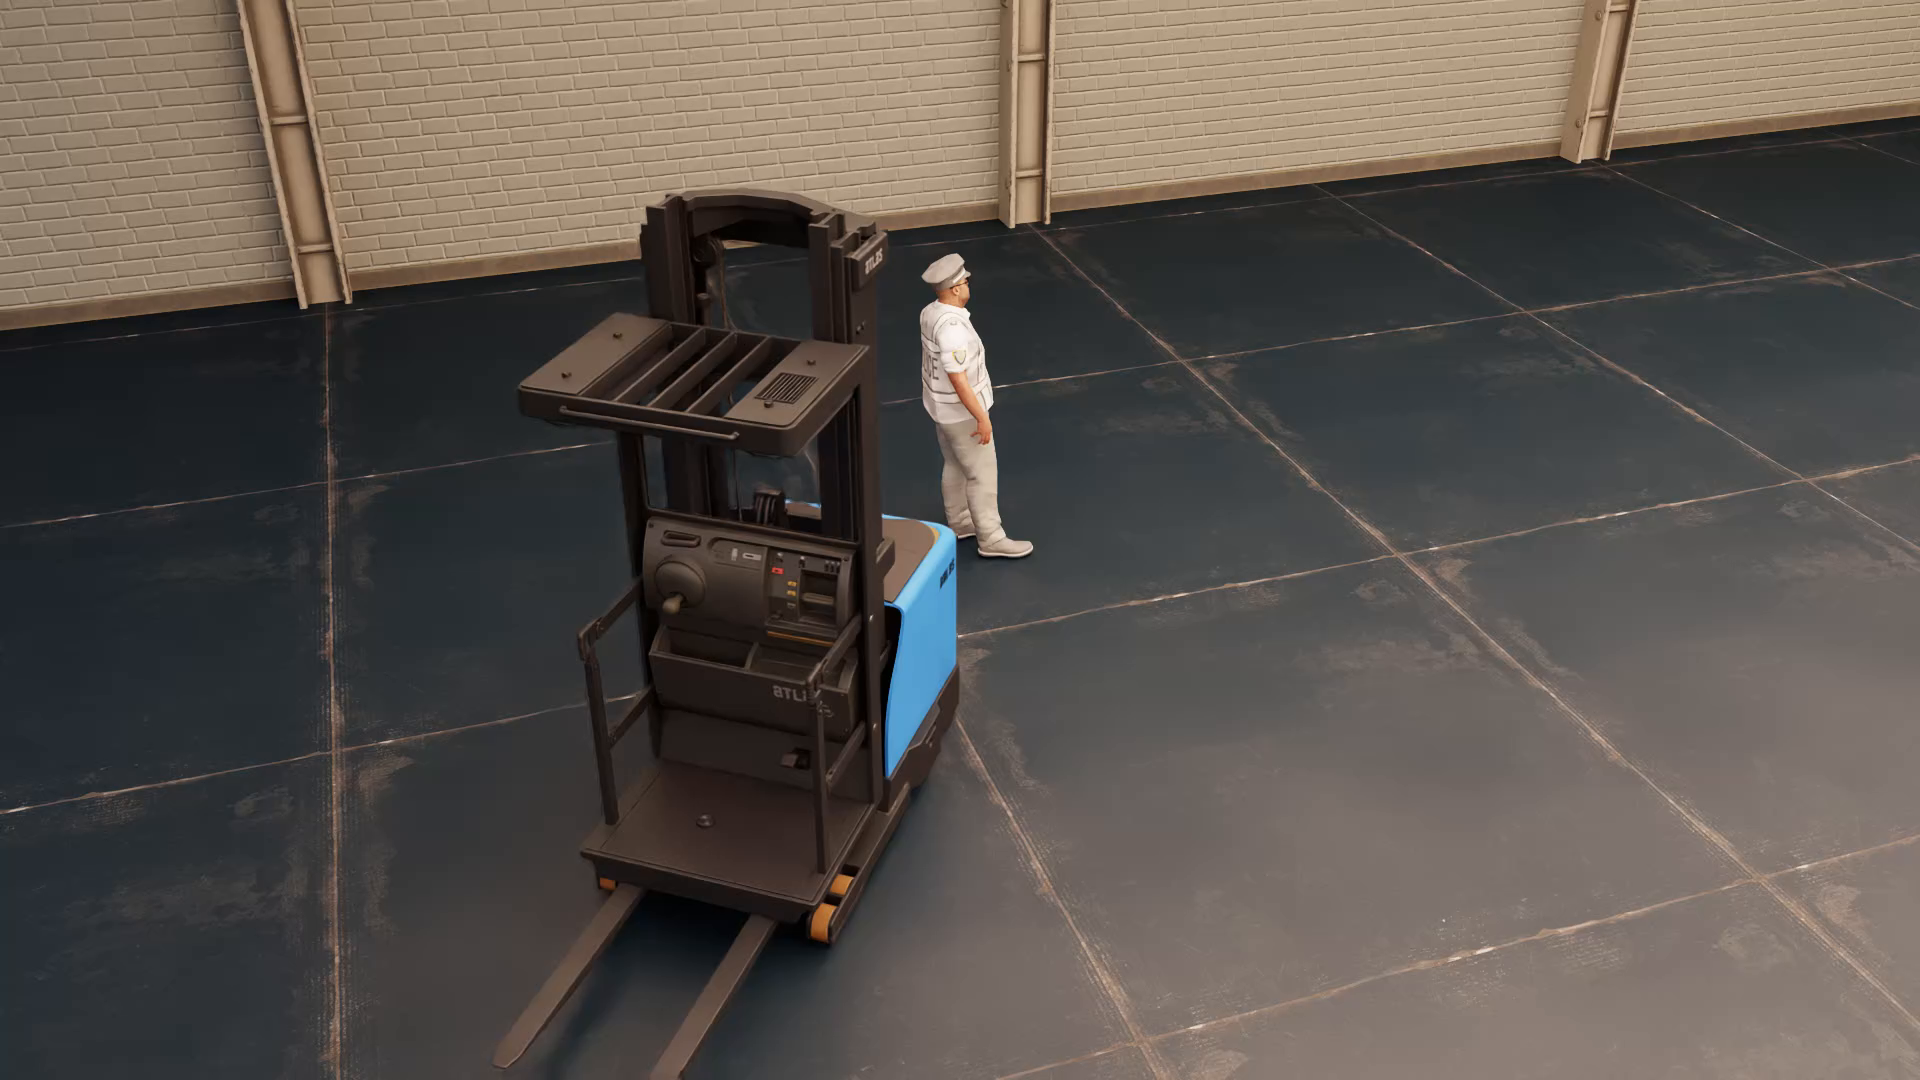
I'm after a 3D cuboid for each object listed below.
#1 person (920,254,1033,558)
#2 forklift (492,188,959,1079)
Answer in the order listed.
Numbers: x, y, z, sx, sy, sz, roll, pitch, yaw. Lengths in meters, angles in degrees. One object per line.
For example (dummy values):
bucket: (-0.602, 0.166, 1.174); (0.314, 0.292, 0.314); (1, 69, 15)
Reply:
person: (0.078, -0.786, 9.590); (0.574, 1.780, 0.641); (-10, 31, -16)
forklift: (-0.951, 0.211, 6.721); (1.130, 2.935, 3.031); (9, 31, 16)
